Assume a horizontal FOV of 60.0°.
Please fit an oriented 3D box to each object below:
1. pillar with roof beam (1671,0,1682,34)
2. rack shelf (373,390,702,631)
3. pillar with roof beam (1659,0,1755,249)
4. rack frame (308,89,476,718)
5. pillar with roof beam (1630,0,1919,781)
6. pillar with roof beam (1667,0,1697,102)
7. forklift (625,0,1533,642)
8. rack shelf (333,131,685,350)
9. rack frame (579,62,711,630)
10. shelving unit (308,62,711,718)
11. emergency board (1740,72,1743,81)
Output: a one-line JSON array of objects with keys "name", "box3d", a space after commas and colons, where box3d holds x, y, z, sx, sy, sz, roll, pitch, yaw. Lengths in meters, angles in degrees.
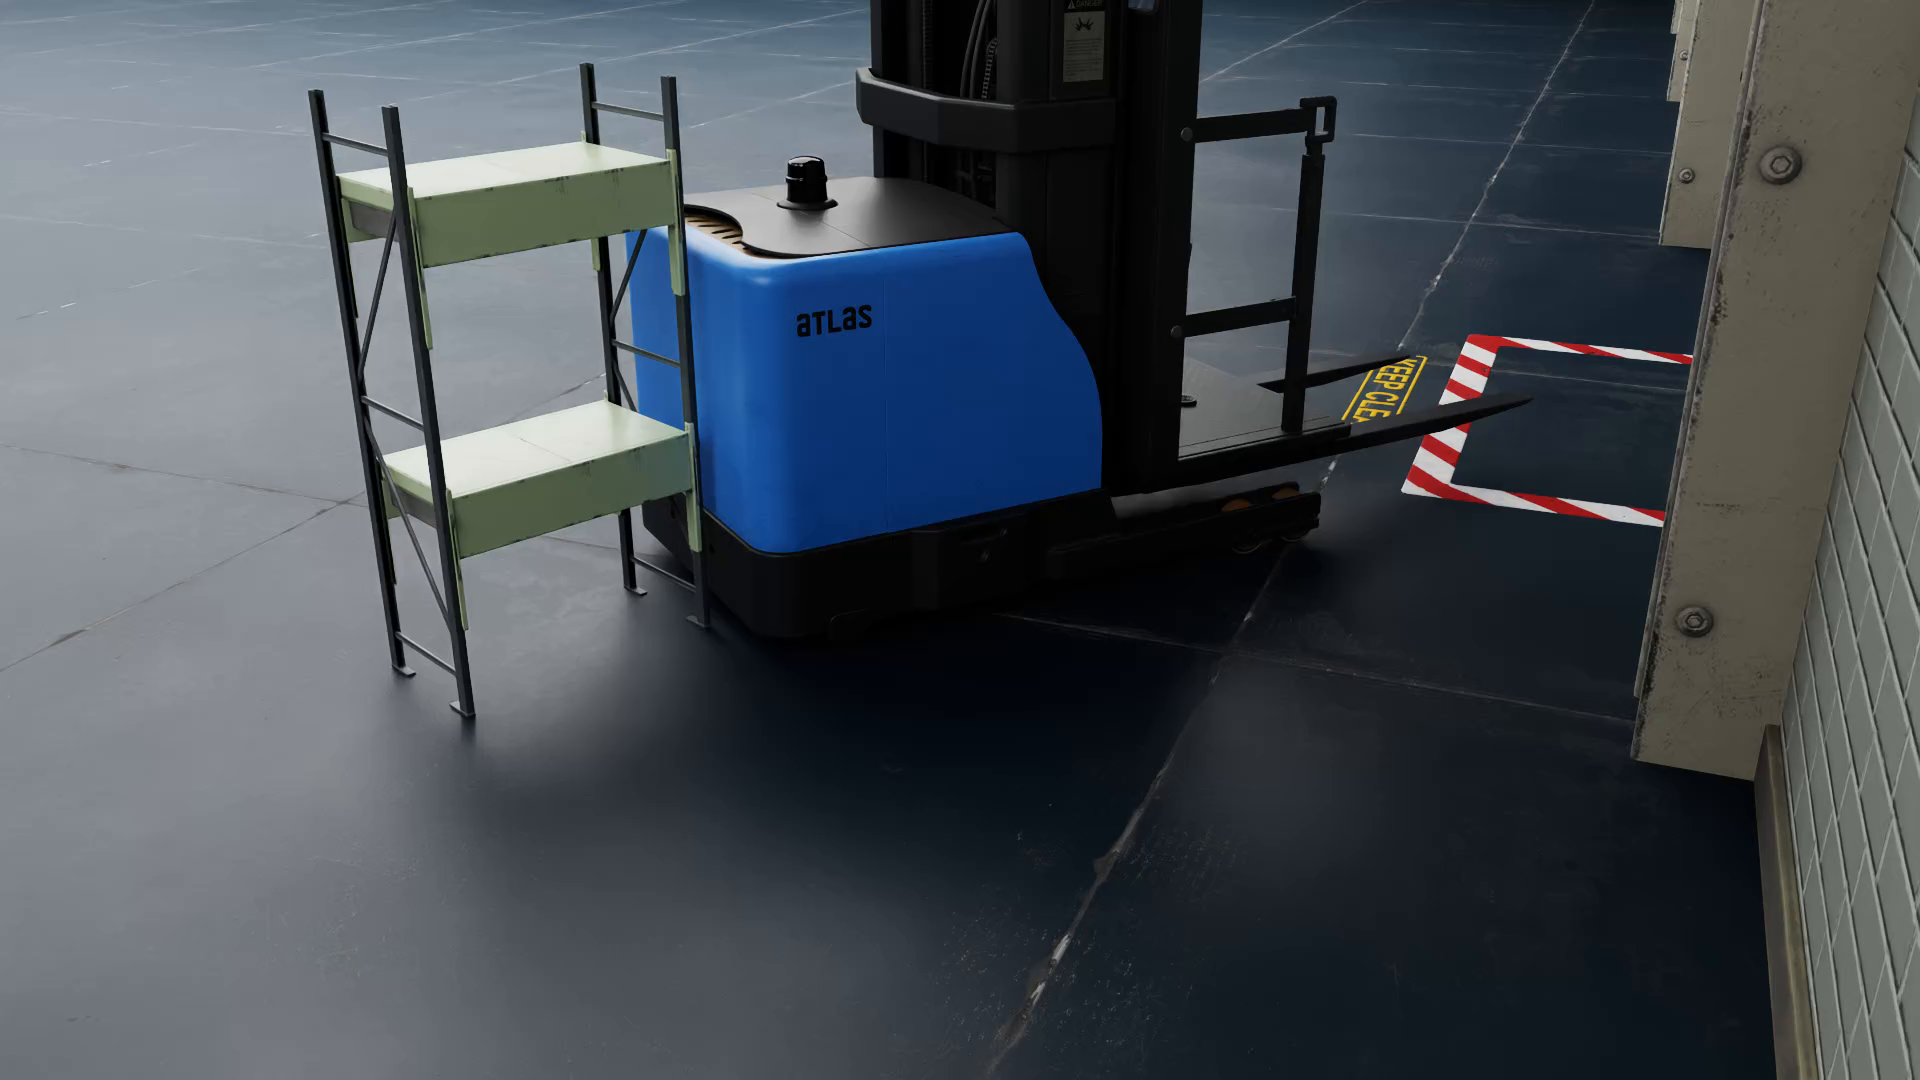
[{"name": "pillar with roof beam", "box3d": [4.516, -10.733, 19.271, 9.100, 9.000, 0.400, 9, 24, 20]}, {"name": "rack shelf", "box3d": [-1.107, -0.100, 4.389, 0.720, 0.370, 0.431, -21, 30, -40]}, {"name": "pillar with roof beam", "box3d": [0.059, -6.439, 8.990, 9.100, 9.000, 0.400, 9, 24, 20]}, {"name": "rack frame", "box3d": [-1.369, -0.302, 4.027, 0.023, 1.500, 0.400, -21, 30, -40]}, {"name": "pillar with roof beam", "box3d": [-2.170, -4.292, 3.850, 9.100, 9.000, 0.400, 9, 24, 20]}, {"name": "pillar with roof beam", "box3d": [2.287, -8.586, 14.131, 9.100, 9.000, 0.400, 9, 24, 20]}, {"name": "forklift", "box3d": [0.547, -1.473, 4.973, 3.031, 2.935, 1.130, -12, 26, -27]}, {"name": "rack shelf", "box3d": [-1.107, -0.761, 4.113, 0.720, 0.370, 0.431, -21, 30, -40]}, {"name": "rack frame", "box3d": [-0.846, -0.499, 4.499, 0.023, 1.500, 0.400, -21, 30, -40]}, {"name": "shelving unit", "box3d": [-1.107, -0.401, 4.263, 0.755, 1.500, 0.431, -21, 30, -40]}, {"name": "emergency board", "box3d": [2.780, -1.786, 5.635, 0.194, 1.169, 0.643, 9, 24, 20]}]
